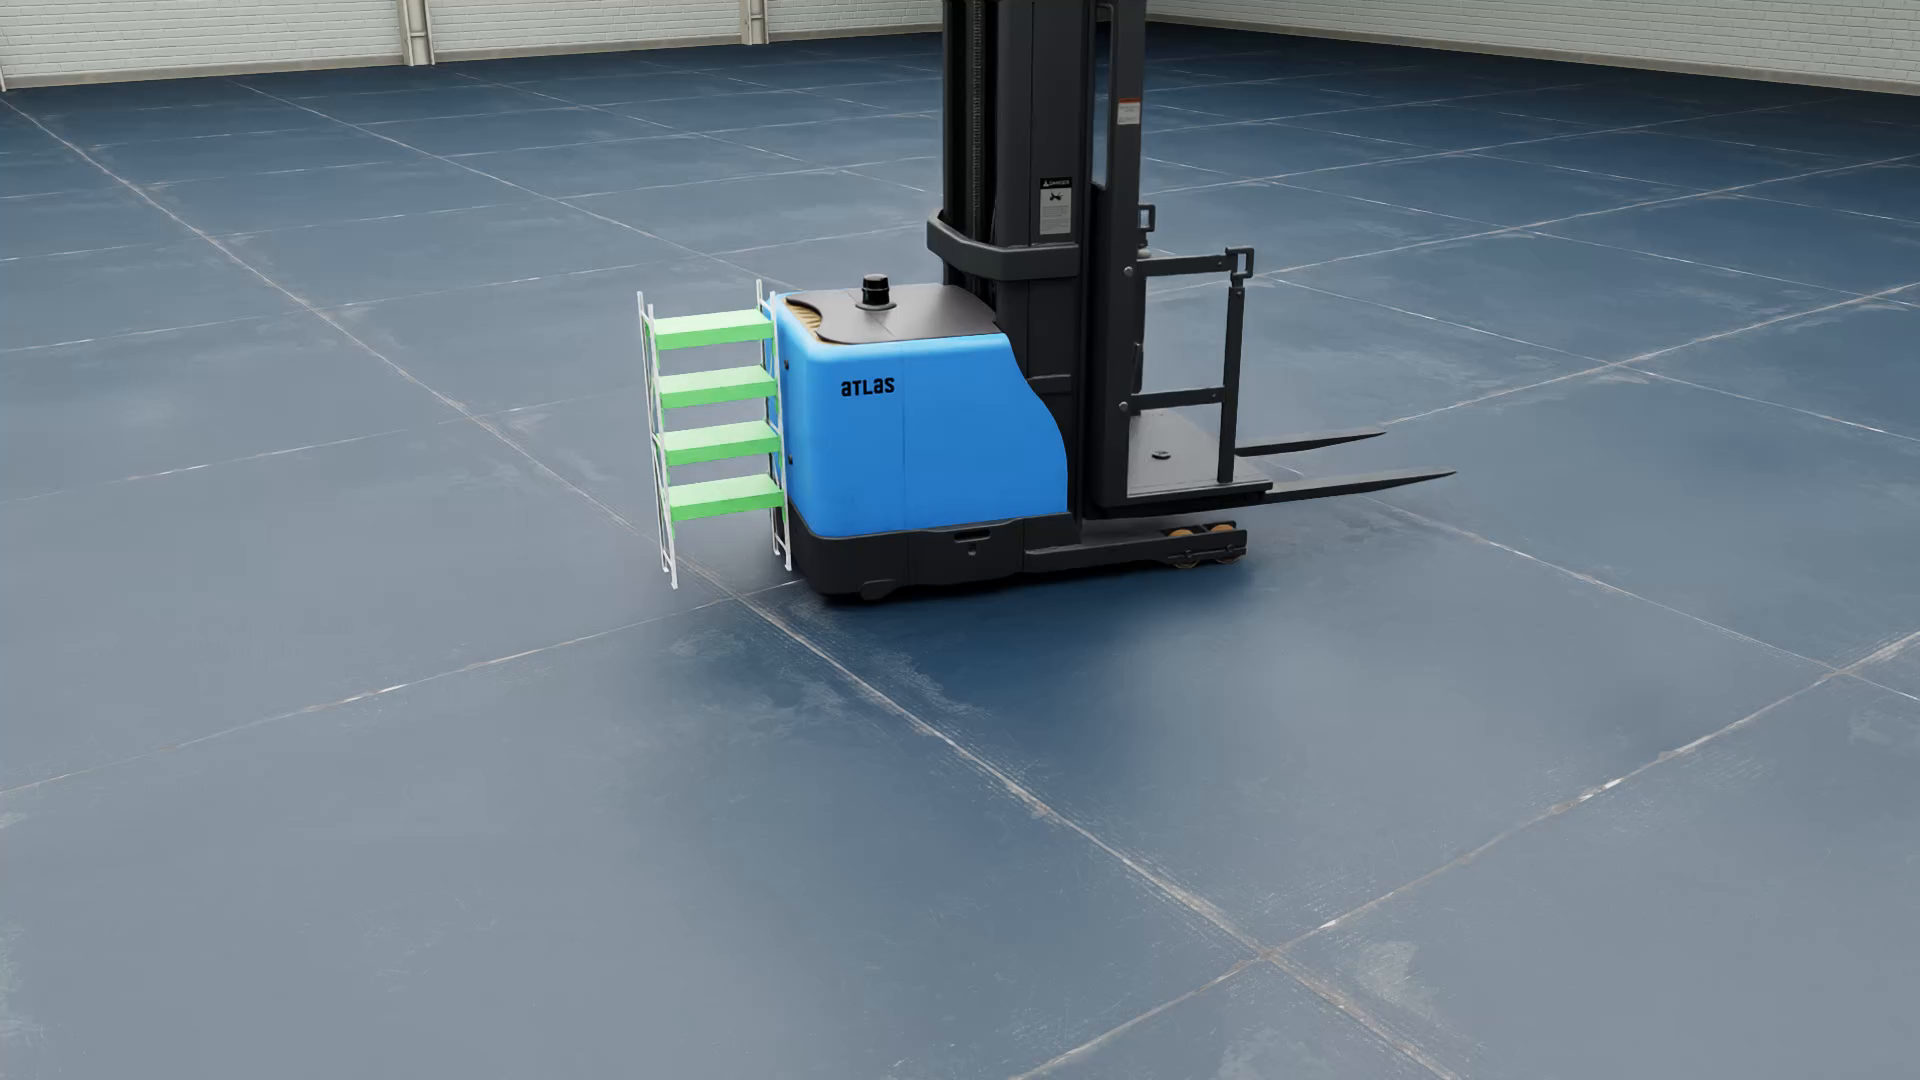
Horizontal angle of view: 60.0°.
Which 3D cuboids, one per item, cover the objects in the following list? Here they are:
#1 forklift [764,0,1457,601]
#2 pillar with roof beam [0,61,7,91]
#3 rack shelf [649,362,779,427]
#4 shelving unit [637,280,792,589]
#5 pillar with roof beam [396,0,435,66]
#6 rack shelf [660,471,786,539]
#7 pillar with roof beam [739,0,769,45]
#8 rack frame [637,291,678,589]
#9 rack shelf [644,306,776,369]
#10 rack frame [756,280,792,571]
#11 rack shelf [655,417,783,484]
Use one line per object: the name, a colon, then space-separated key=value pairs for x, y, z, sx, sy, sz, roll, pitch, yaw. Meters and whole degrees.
forklift: x=0.722 y=-1.418 z=6.995 sx=3.031 sy=2.935 sz=1.130 roll=-7 pitch=23 yaw=-16
pillar with roof beam: x=-10.850 y=-9.063 z=17.966 sx=0.400 sy=9.000 sz=9.100 roll=-15 pitch=26 yaw=-33
rack shelf: x=-1.005 y=-0.595 z=6.780 sx=0.480 sy=0.148 sz=0.258 roll=-9 pitch=23 yaw=-19
shelving unit: x=-1.002 y=-0.431 z=6.846 sx=0.503 sy=1.200 sz=0.258 roll=-9 pitch=23 yaw=-19
pillar with roof beam: x=-5.980 y=-10.361 z=21.220 sx=0.400 sy=9.000 sz=9.100 roll=-15 pitch=26 yaw=-33
rack shelf: x=-0.997 y=-0.150 z=6.960 sx=0.480 sy=0.148 sz=0.258 roll=-9 pitch=23 yaw=-19
pillar with roof beam: x=-1.109 y=-11.660 z=24.475 sx=0.400 sy=9.000 sz=9.100 roll=-15 pitch=26 yaw=-33
rack frame: x=-1.230 y=-0.395 z=6.768 sx=0.015 sy=1.200 sz=0.240 roll=-9 pitch=23 yaw=-19
rack shelf: x=-1.009 y=-0.817 z=6.689 sx=0.480 sy=0.148 sz=0.258 roll=-9 pitch=23 yaw=-19
rack frame: x=-0.774 y=-0.467 z=6.924 sx=0.015 sy=1.200 sz=0.240 roll=-9 pitch=23 yaw=-19
rack shelf: x=-1.001 y=-0.372 z=6.870 sx=0.480 sy=0.148 sz=0.258 roll=-9 pitch=23 yaw=-19
